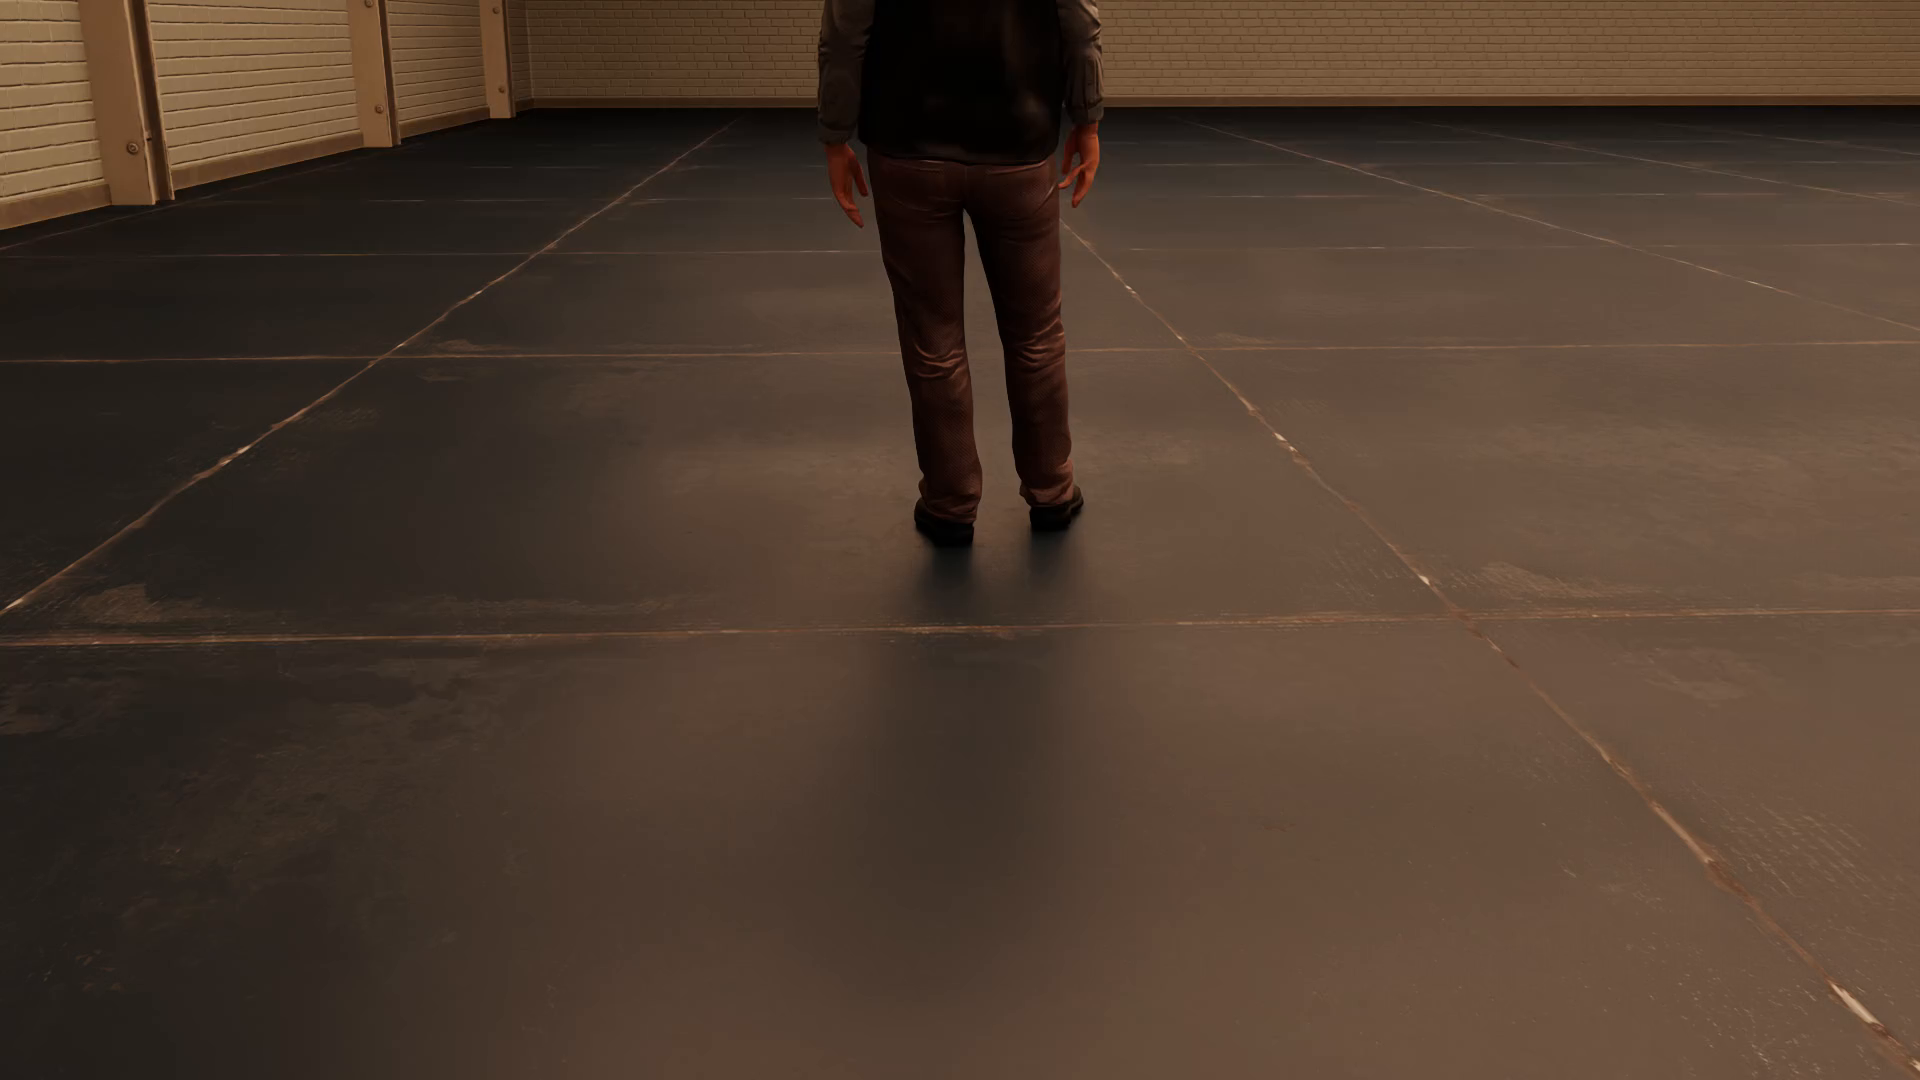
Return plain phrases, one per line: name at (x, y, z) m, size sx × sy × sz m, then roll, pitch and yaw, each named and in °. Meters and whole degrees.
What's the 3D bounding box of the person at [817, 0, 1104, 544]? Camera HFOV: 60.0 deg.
person at (0.003, -0.851, 3.732) m, size 0.633 × 1.722 × 0.551 m, roll -1°, pitch 17°, yaw -3°
